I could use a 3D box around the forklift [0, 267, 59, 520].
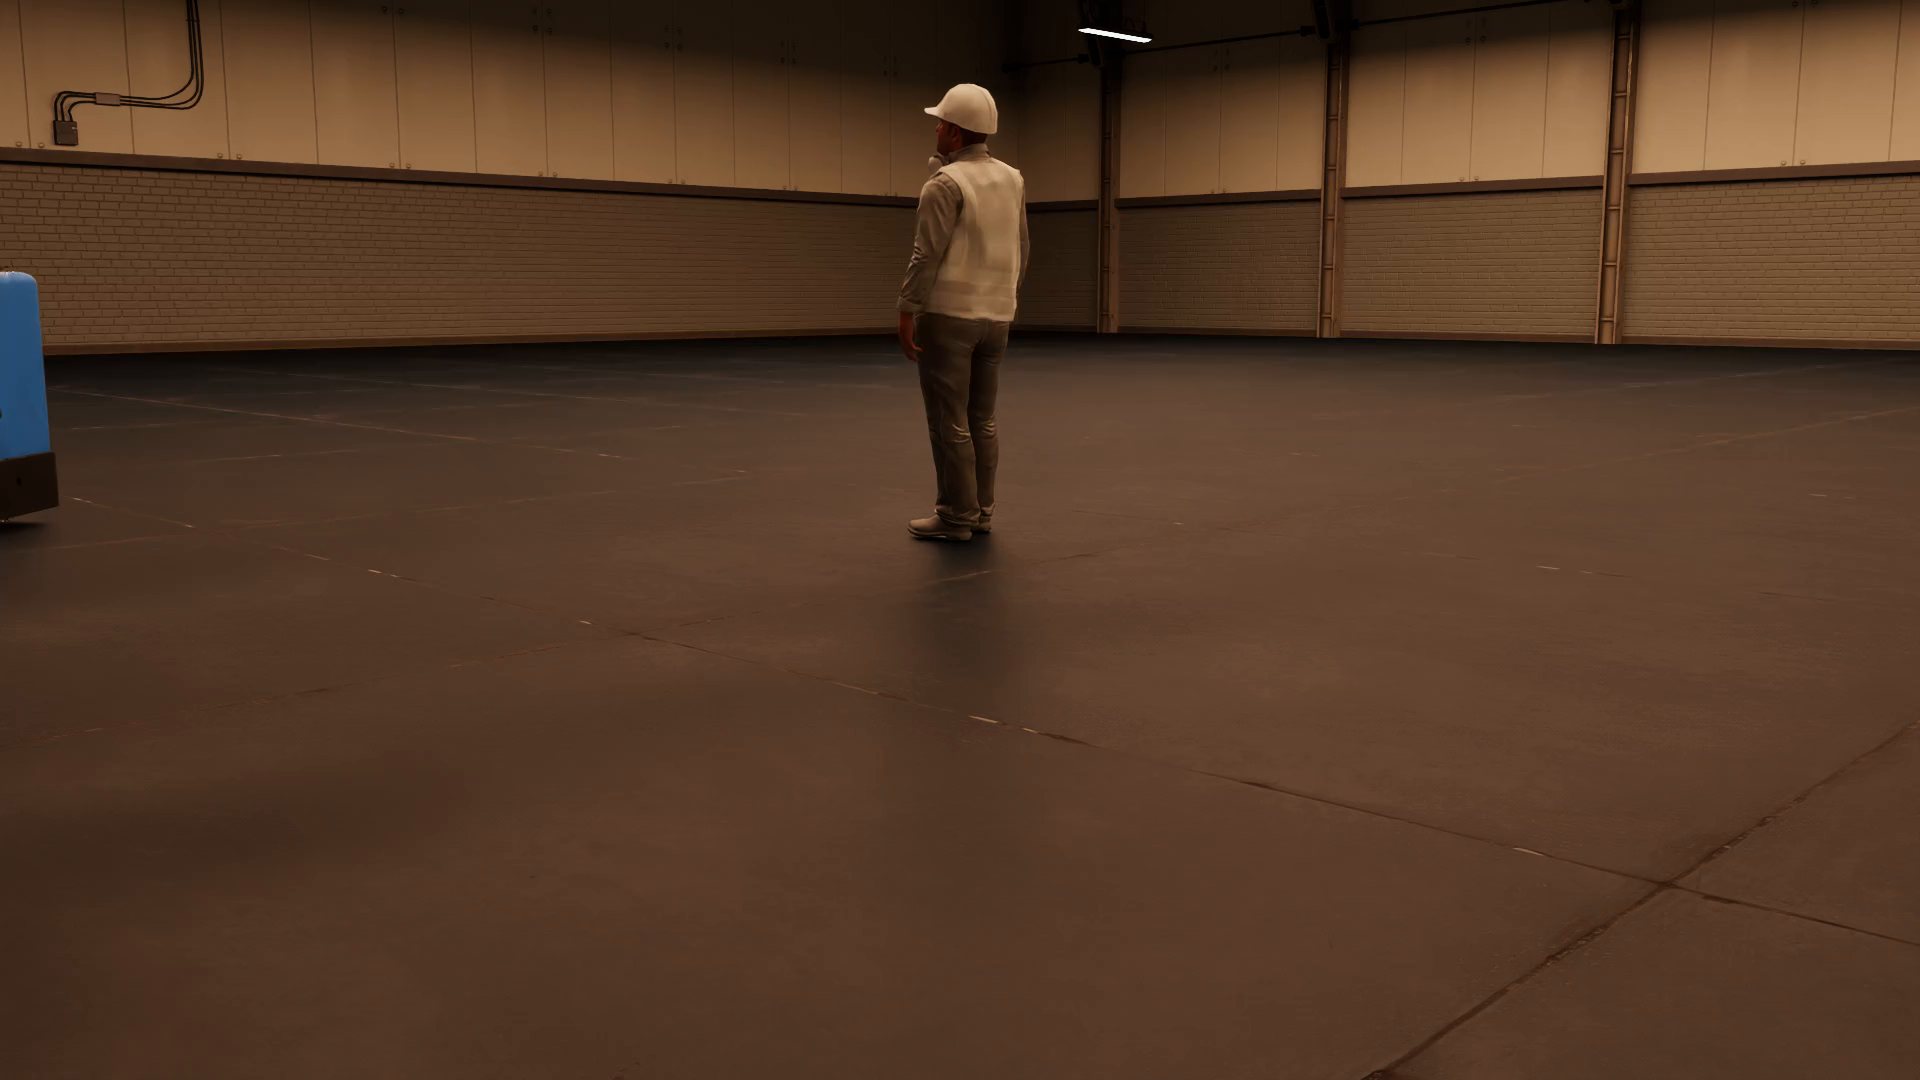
[{"bbox_3d":[-5.416,-1.457,6.551,3.031,2.935,1.130,0,9,0],"label":"forklift"}]

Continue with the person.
[{"bbox_3d":[-0.040,-0.892,6.633,0.566,1.775,0.633,8,12,43],"label":"person"}]
